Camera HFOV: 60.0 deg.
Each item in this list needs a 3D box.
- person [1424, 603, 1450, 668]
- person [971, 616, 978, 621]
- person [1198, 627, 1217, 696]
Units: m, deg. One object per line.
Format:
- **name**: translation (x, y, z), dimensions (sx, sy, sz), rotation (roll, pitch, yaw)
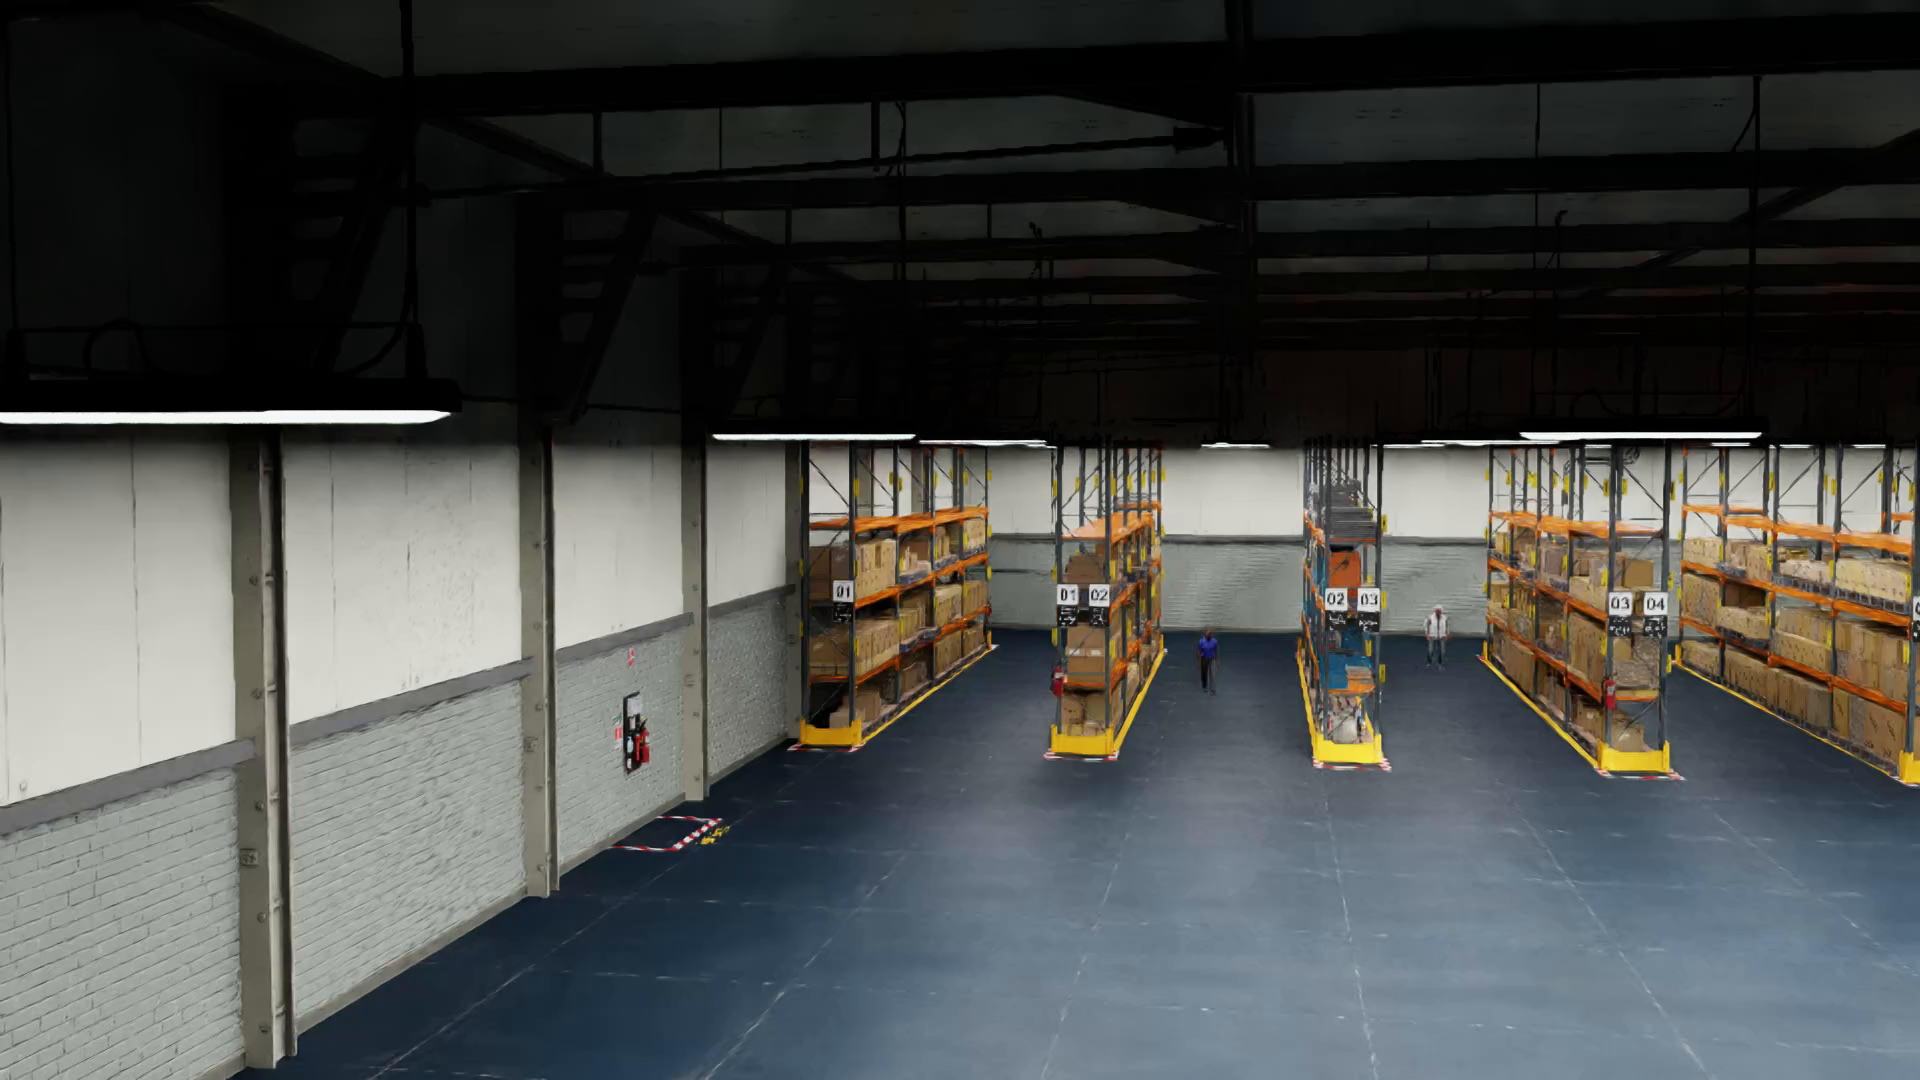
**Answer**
- **person**: translation (12.503, 2.512, 43.582), dimensions (0.677, 1.726, 0.574), rotation (0, 3, 8)
- **person**: translation (0.334, 2.134, 49.689), dimensions (0.738, 1.775, 0.576), rotation (-3, 4, -41)
- **person**: translation (5.783, 2.817, 38.819), dimensions (0.450, 1.572, 1.089), rotation (0, 3, 8)
